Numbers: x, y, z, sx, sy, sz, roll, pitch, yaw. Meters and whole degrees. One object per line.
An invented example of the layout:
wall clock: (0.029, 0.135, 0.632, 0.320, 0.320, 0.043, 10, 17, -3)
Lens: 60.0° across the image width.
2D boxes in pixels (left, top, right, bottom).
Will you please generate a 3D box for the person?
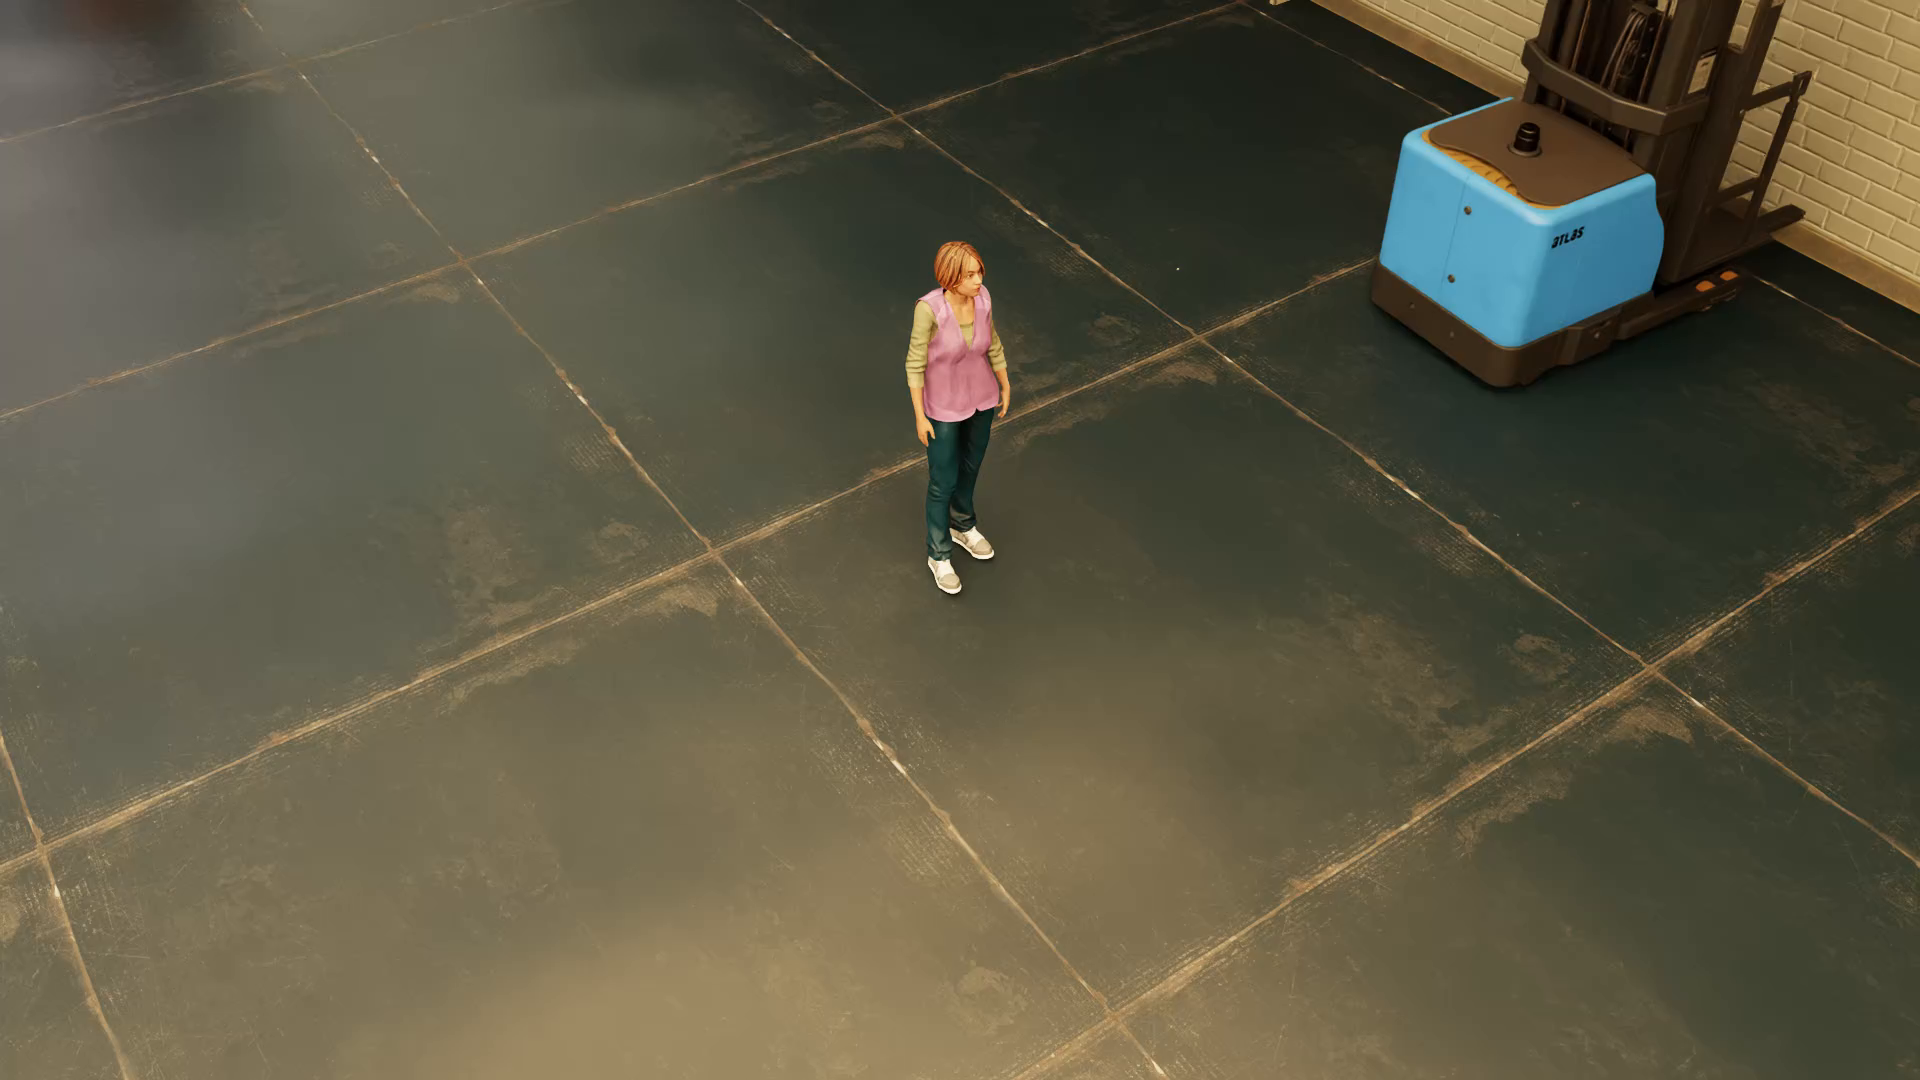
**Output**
person: (0.031, -0.546, 7.281, 0.520, 1.599, 0.473, -25, 48, -25)

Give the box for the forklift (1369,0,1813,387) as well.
forklift: (3.797, -2.634, 8.573, 3.031, 2.935, 1.130, -23, 47, -23)
